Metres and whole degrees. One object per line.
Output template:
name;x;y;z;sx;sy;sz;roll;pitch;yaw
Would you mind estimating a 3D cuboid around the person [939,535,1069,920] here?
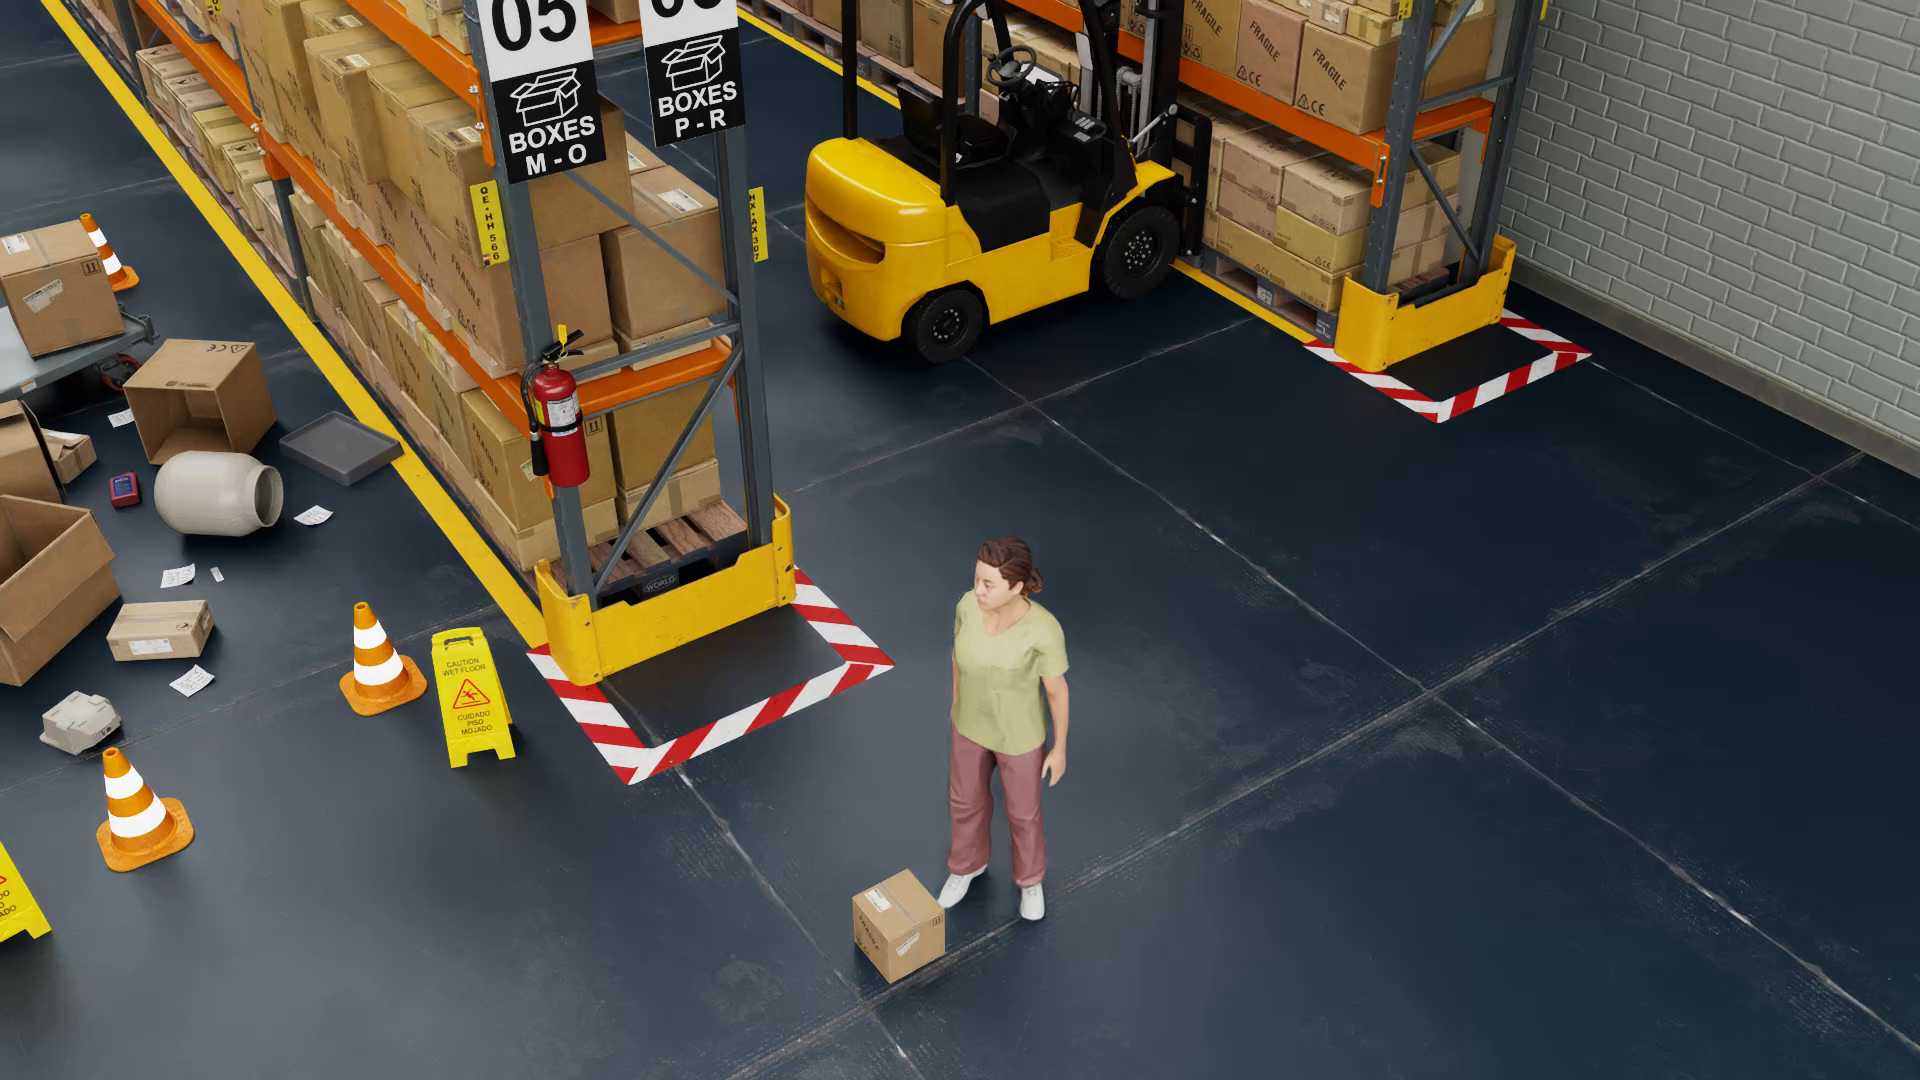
person;0.159;0.719;6.046;0.515;1.717;0.388;19;41;24
